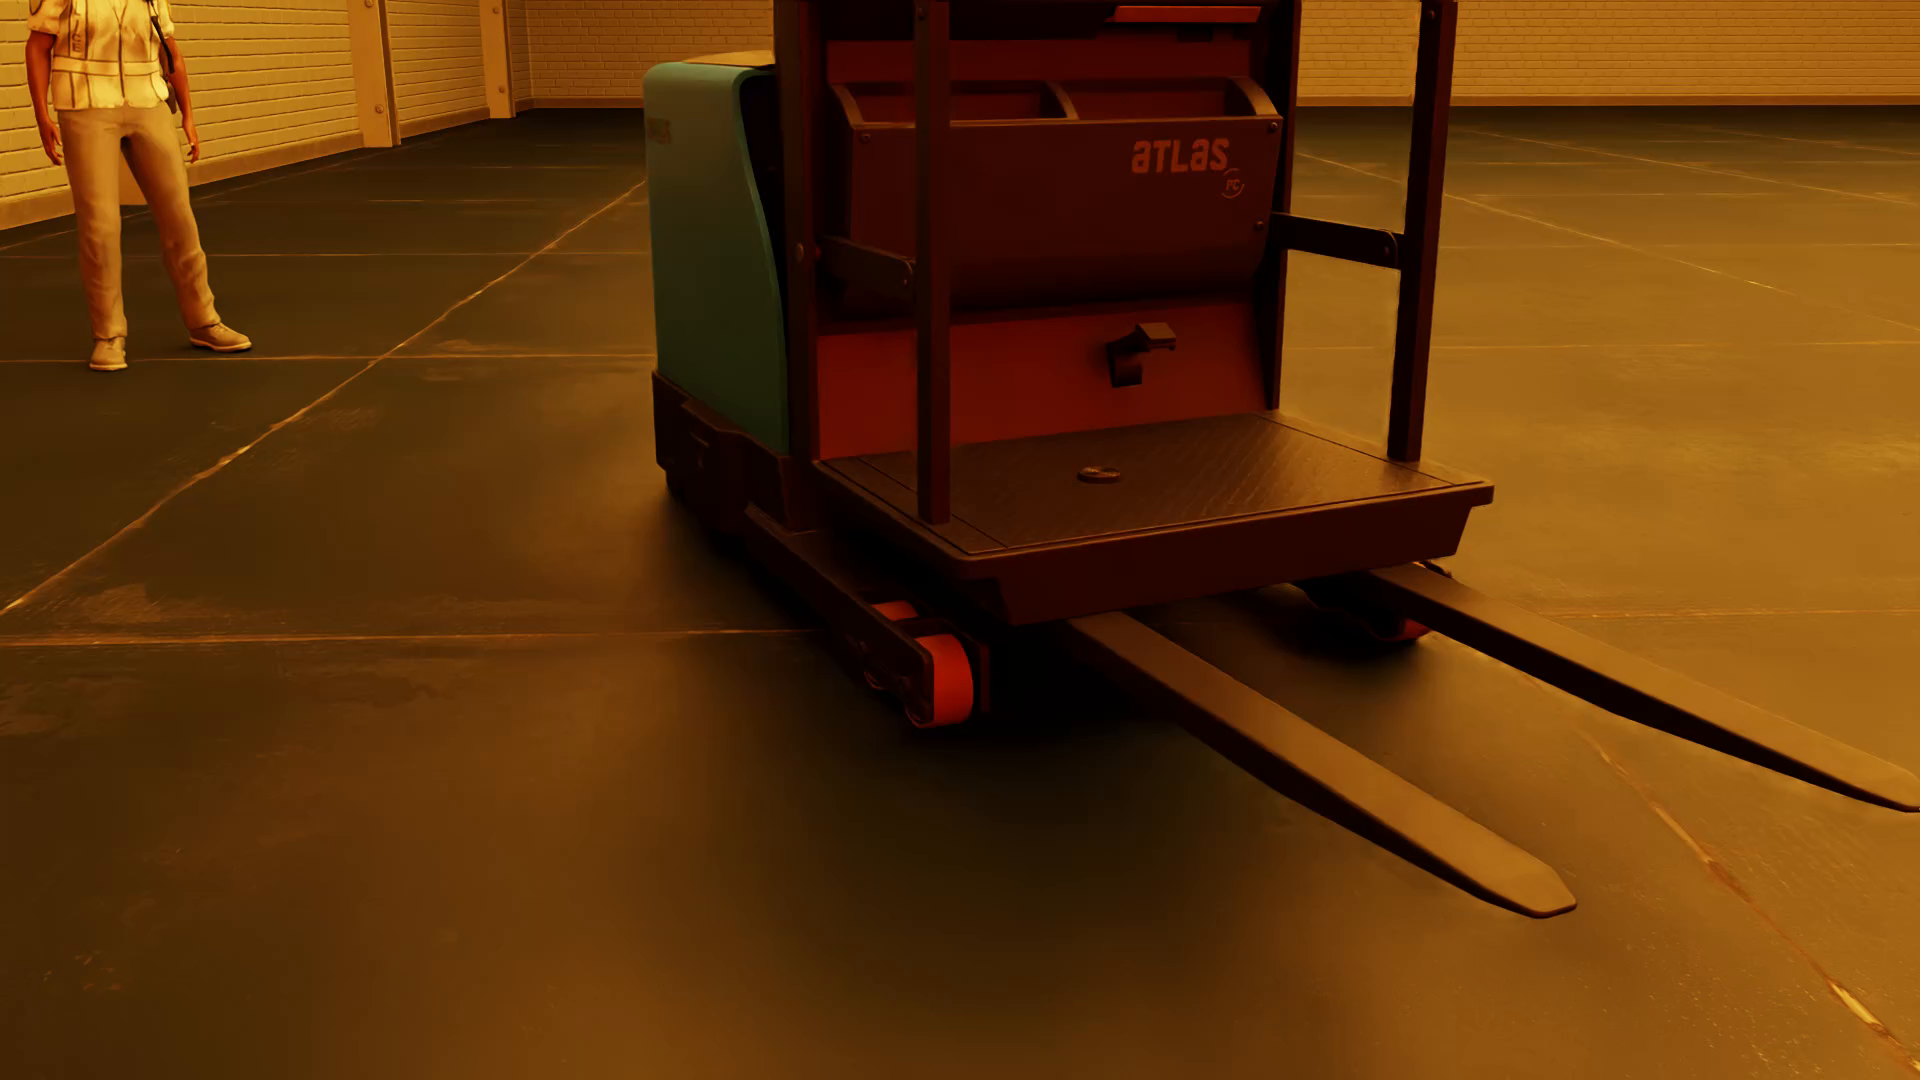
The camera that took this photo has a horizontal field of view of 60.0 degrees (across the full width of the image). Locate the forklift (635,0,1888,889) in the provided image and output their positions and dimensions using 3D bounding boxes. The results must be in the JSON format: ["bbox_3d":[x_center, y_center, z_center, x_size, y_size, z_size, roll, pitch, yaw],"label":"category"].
[{"bbox_3d":[0.258,-1.240,2.962,1.130,2.935,3.031,-8,19,-24],"label":"forklift"}]

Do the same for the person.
[{"bbox_3d":[-2.972,-1.472,5.908,0.435,1.663,0.625,16,23,42],"label":"person"}]
